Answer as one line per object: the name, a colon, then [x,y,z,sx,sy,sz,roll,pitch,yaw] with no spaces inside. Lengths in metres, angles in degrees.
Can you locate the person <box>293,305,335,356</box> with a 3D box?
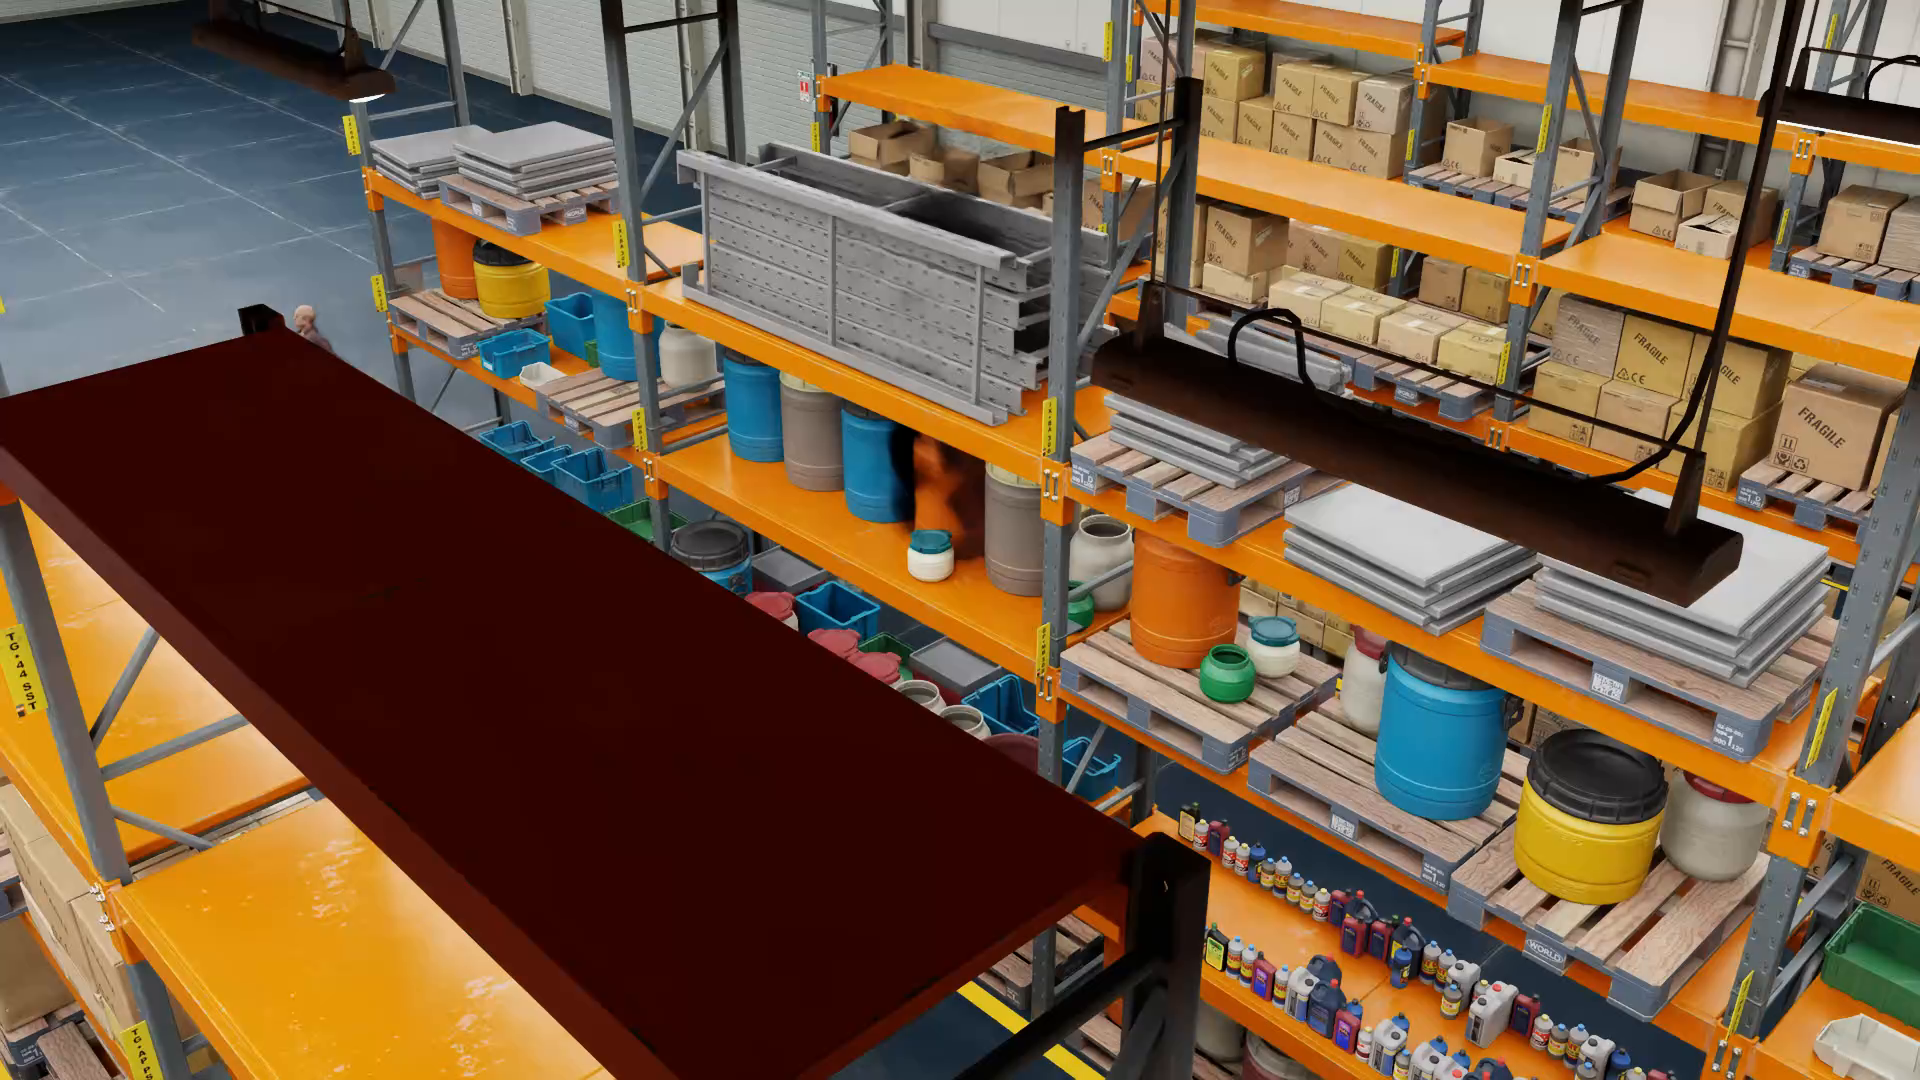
person: [-7.036,-1.735,18.250,0.923,1.764,0.711,-12,30,-21]

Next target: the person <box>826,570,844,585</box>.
person: [-1.360,-0.119,15.302,0.564,1.649,0.574,16,32,28]
